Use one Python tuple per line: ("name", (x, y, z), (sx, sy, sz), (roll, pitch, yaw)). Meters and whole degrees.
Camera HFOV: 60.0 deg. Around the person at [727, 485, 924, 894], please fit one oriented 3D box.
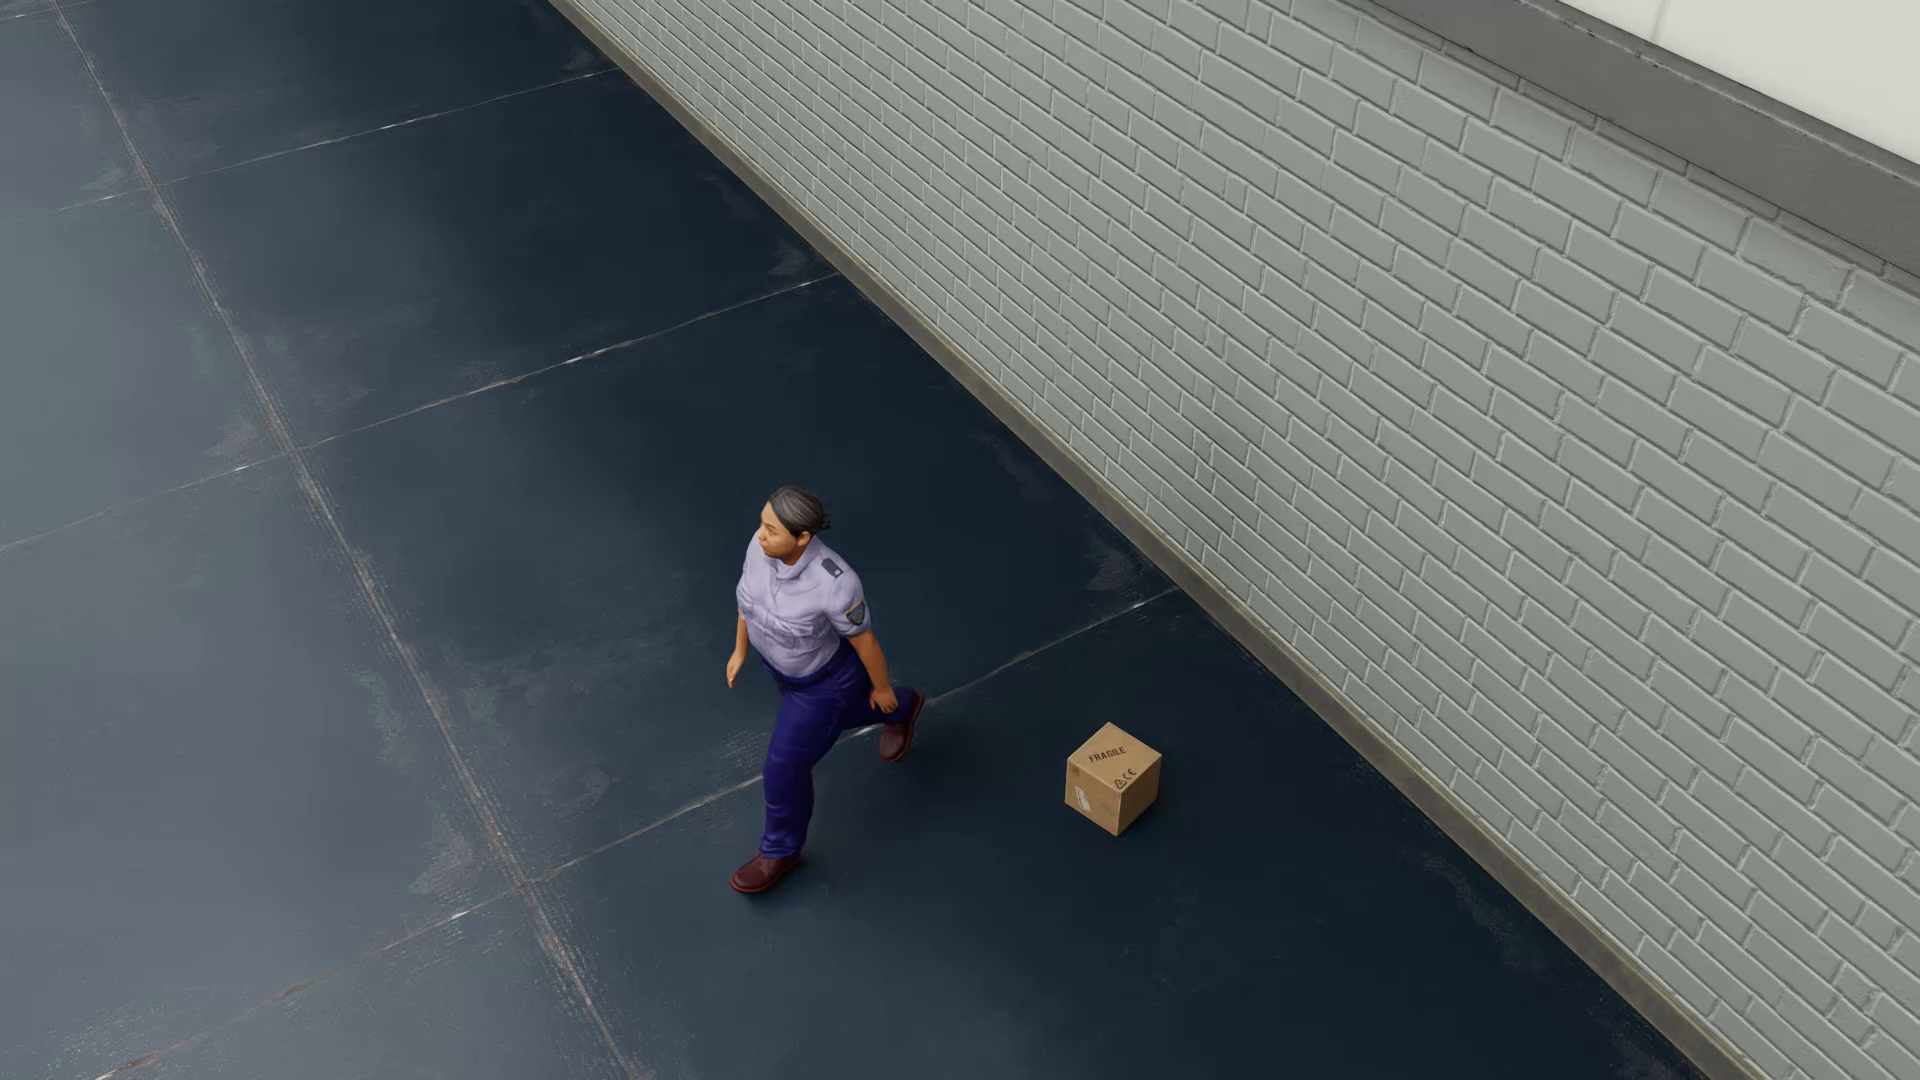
("person", (-0.481, 0.409, 5.718), (1.015, 1.586, 0.516), (-28, 48, -28))
